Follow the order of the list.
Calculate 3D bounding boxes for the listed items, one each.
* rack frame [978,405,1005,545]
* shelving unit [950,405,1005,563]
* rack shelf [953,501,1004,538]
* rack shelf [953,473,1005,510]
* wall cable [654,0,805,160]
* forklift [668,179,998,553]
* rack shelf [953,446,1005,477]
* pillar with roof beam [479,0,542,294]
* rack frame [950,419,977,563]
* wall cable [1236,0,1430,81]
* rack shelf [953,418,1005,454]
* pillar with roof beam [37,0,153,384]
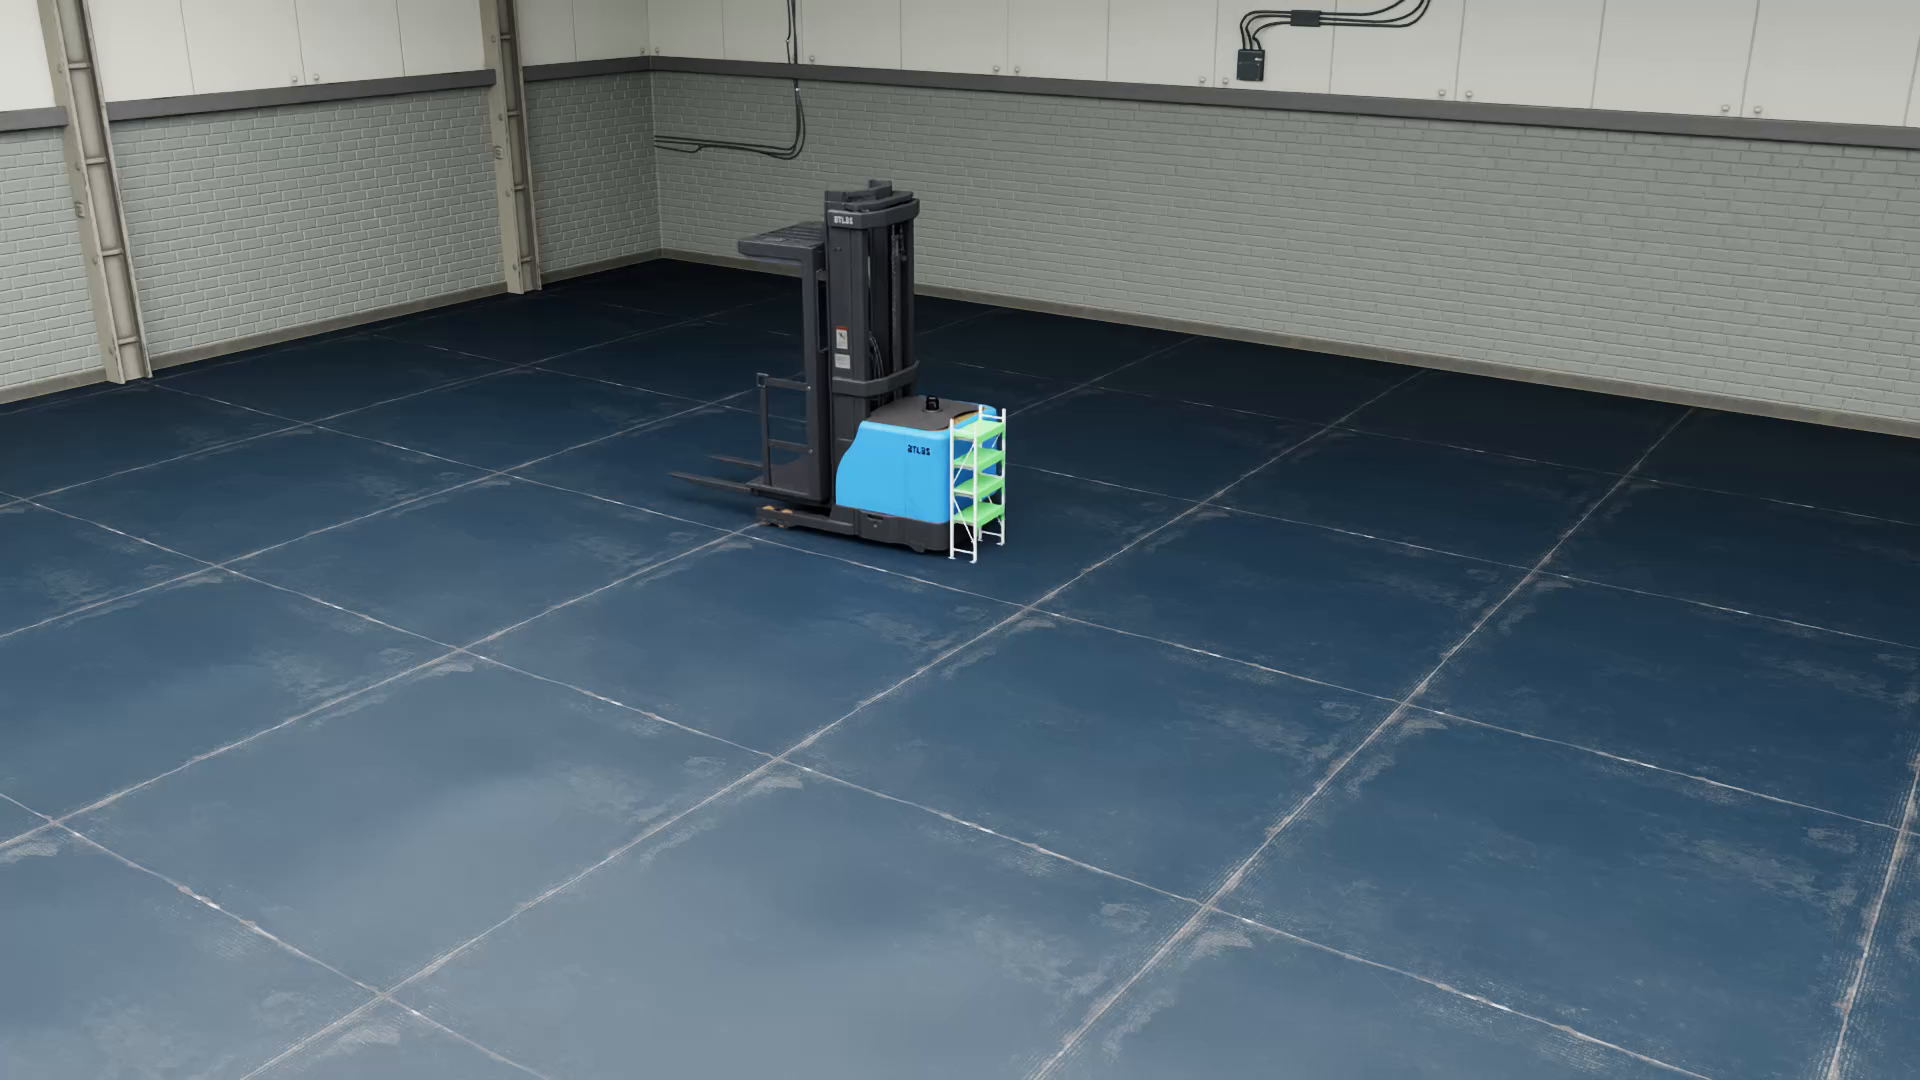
[{"bbox_3d":[0.267,-0.539,13.993,0.240,1.200,0.015,11,23,27],"label":"rack frame"},{"bbox_3d":[0.147,-0.465,13.793,0.258,1.200,0.503,11,23,27],"label":"shelving unit"},{"bbox_3d":[0.147,-0.180,13.899,0.258,0.148,0.480,11,23,27],"label":"rack shelf"},{"bbox_3d":[0.147,-0.405,13.815,0.258,0.148,0.480,11,23,27],"label":"rack shelf"},{"bbox_3d":[-3.539,-6.953,24.566,3.097,2.526,0.112,13,24,32],"label":"wall cable"},{"bbox_3d":[-1.206,-1.619,14.418,3.031,2.935,1.130,11,23,27],"label":"forklift"},{"bbox_3d":[0.148,-0.630,13.732,0.258,0.148,0.480,11,23,27],"label":"rack shelf"},{"bbox_3d":[-2.728,-6.982,20.169,9.100,9.000,0.400,13,24,32],"label":"pillar with roof beam"},{"bbox_3d":[0.028,-0.391,13.593,0.240,1.200,0.015,11,23,27],"label":"rack frame"},{"bbox_3d":[4.304,-8.148,18.419,2.305,6.003,0.169,13,24,32],"label":"wall cable"},{"bbox_3d":[0.148,-0.856,13.649,0.258,0.148,0.480,11,23,27],"label":"rack shelf"},{"bbox_3d":[-6.101,-5.260,15.515,9.100,9.000,0.400,13,24,32],"label":"pillar with roof beam"}]
